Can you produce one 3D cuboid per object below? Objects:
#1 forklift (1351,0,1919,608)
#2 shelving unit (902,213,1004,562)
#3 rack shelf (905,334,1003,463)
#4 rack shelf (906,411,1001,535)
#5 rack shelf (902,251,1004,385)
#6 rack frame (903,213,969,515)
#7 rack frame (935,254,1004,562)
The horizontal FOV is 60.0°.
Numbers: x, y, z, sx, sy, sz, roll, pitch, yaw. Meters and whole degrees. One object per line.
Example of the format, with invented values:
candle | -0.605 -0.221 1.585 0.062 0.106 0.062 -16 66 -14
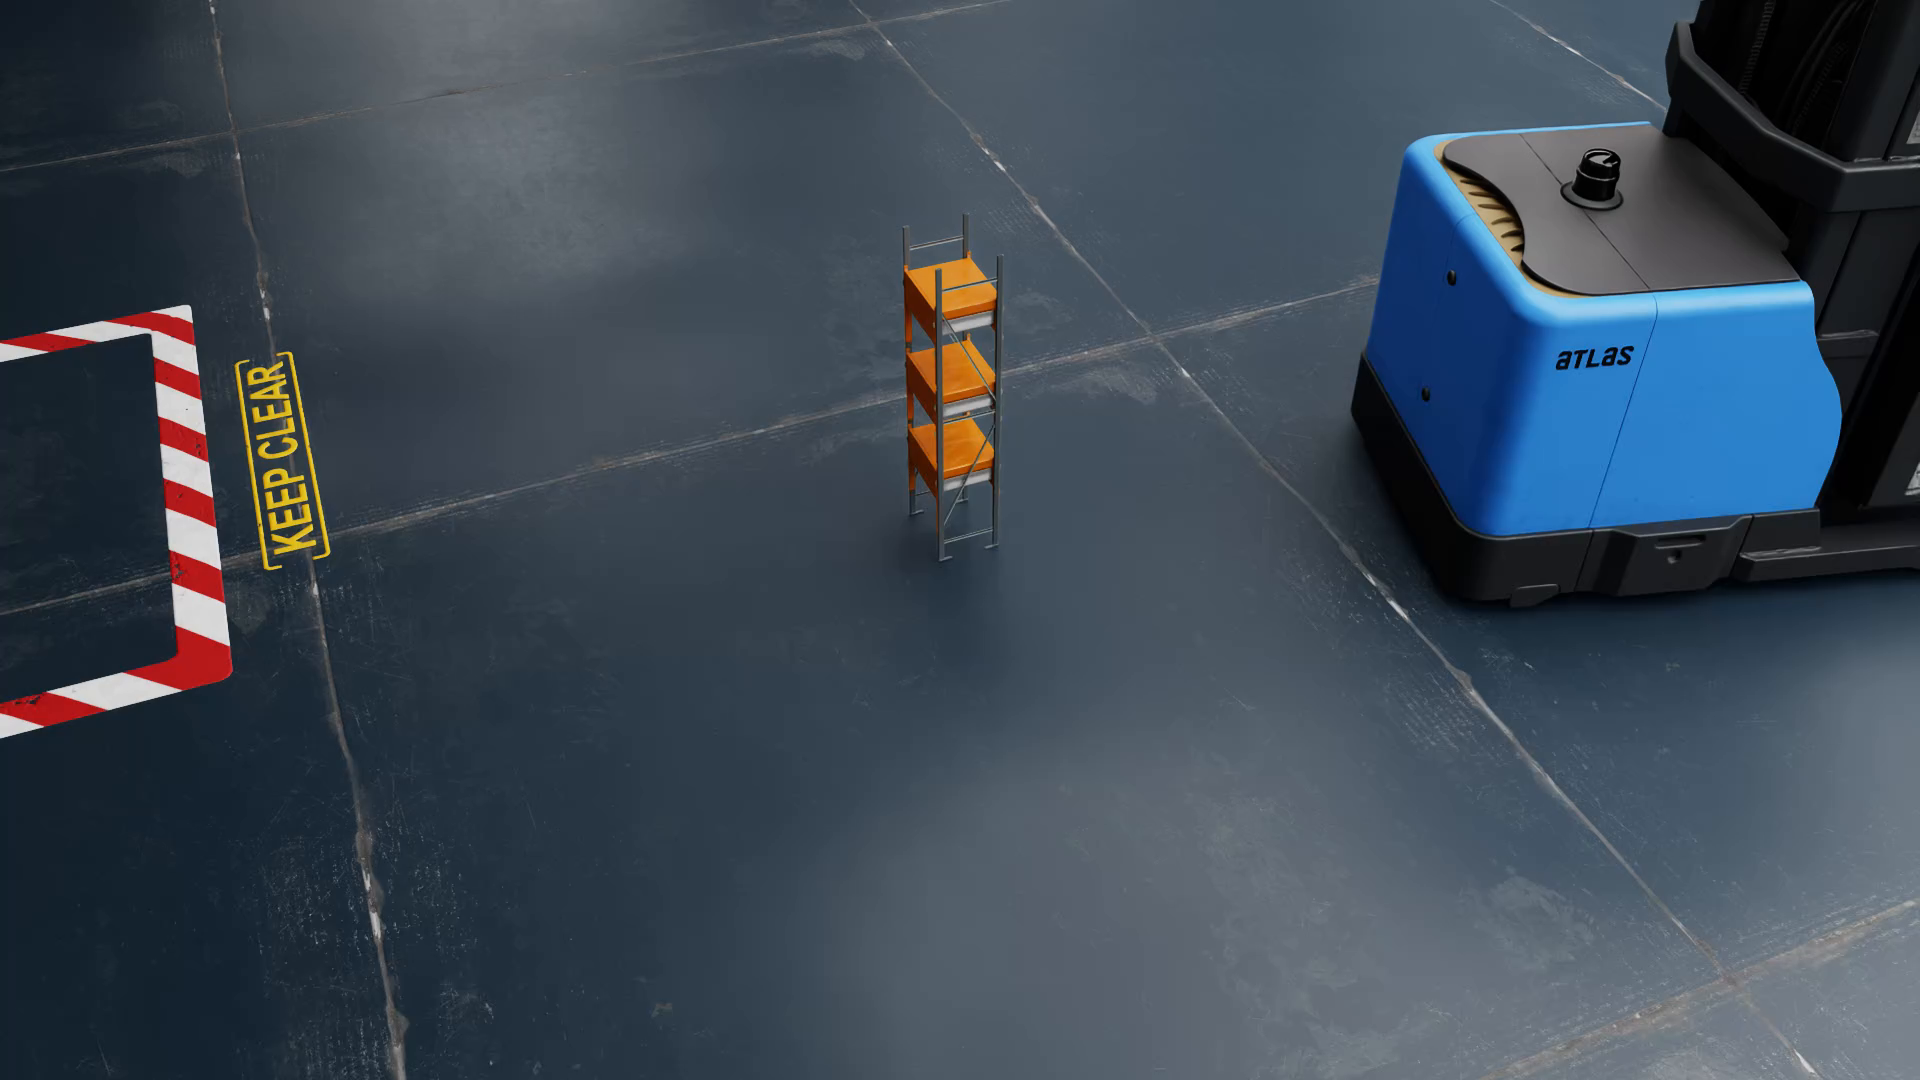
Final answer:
forklift | 2.884 -1.339 4.559 3.031 2.935 1.130 -5 41 -6
shelving unit | -0.020 -0.430 4.945 0.215 1.050 0.252 -15 43 -17
rack shelf | -0.020 -0.422 4.952 0.215 0.259 0.240 -15 43 -17
rack shelf | -0.020 -0.212 5.133 0.215 0.259 0.240 -15 43 -17
rack shelf | -0.020 -0.637 4.767 0.215 0.259 0.240 -15 43 -17
rack frame | -0.067 -0.504 5.031 0.200 1.050 0.008 -15 43 -17
rack frame | 0.026 -0.357 4.860 0.200 1.050 0.008 -15 43 -17
